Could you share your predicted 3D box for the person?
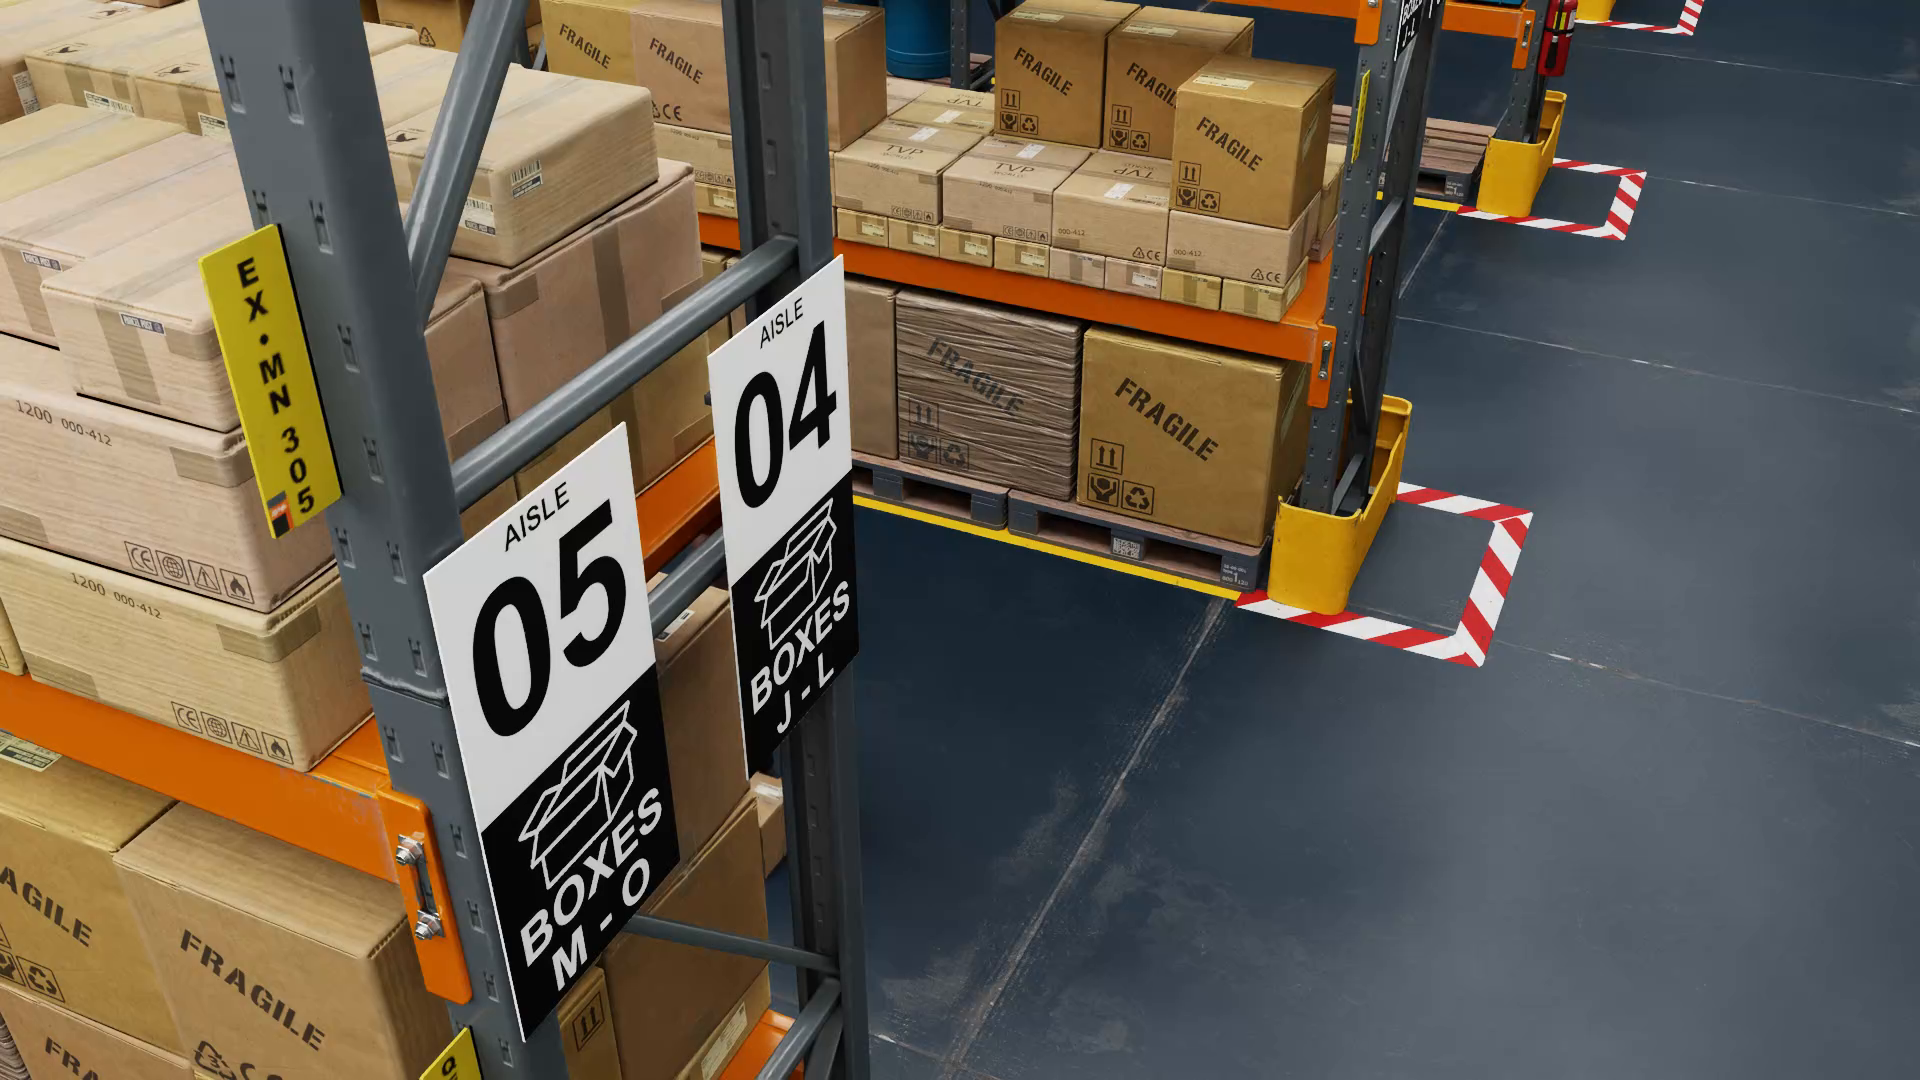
[{"bbox_3d":[-0.655,0.252,5.770,0.628,1.773,0.427,13,35,19],"label":"person"}]
